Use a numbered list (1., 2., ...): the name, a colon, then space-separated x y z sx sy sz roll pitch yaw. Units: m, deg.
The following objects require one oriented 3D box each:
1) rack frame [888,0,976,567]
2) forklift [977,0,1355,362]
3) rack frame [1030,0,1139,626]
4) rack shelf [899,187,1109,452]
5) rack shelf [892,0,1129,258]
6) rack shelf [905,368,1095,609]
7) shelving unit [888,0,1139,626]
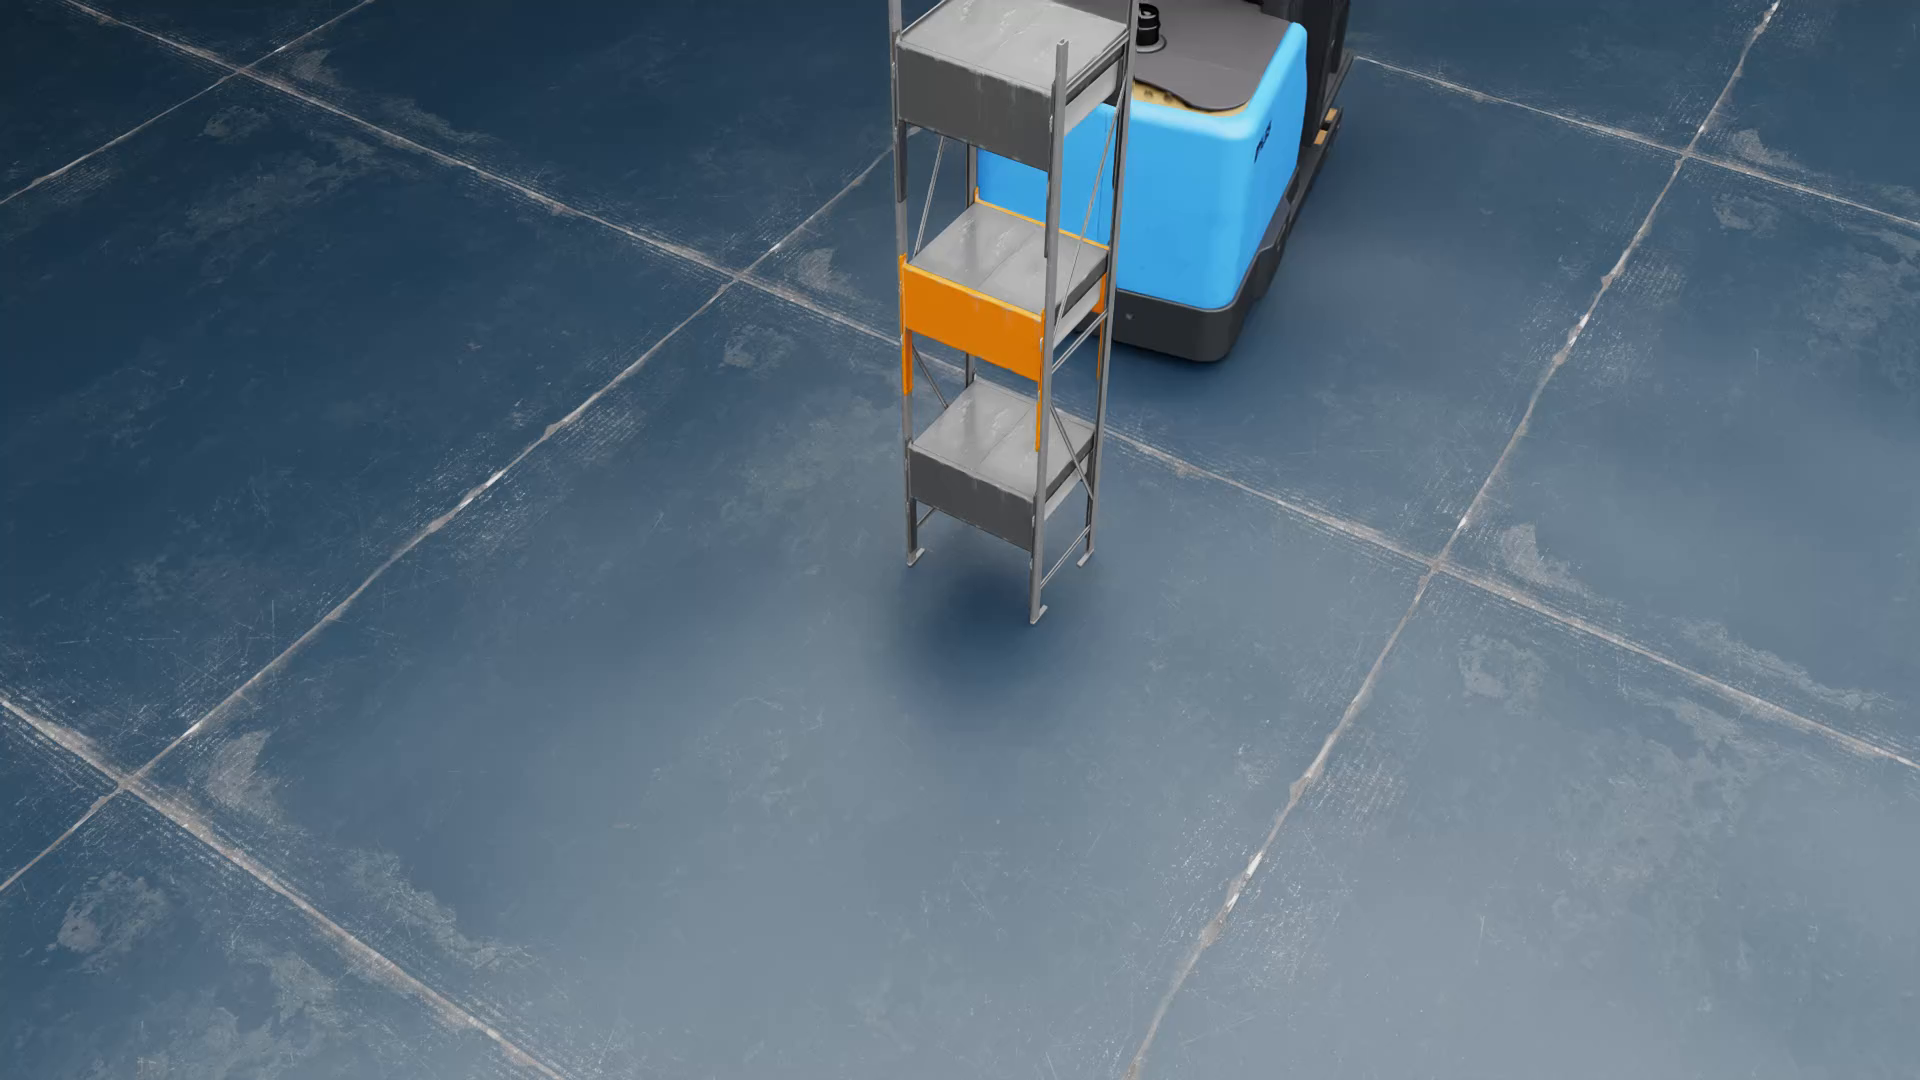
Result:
1. rack frame: -0.066 -0.762 5.026 0.015 2.100 0.400 25 51 22
2. forklift: 1.070 -2.771 6.399 1.130 2.935 3.031 16 48 15
3. rack frame: 0.345 -0.573 4.843 0.015 2.100 0.400 25 51 22
4. rack shelf: 0.139 -0.658 4.944 0.480 0.518 0.431 25 51 22
5. rack shelf: 0.139 -1.146 4.442 0.480 0.518 0.431 25 51 22
6. rack shelf: 0.139 -0.170 5.446 0.480 0.518 0.431 25 51 22
7. shelving unit: 0.139 -0.668 4.935 0.503 2.100 0.431 25 51 22
